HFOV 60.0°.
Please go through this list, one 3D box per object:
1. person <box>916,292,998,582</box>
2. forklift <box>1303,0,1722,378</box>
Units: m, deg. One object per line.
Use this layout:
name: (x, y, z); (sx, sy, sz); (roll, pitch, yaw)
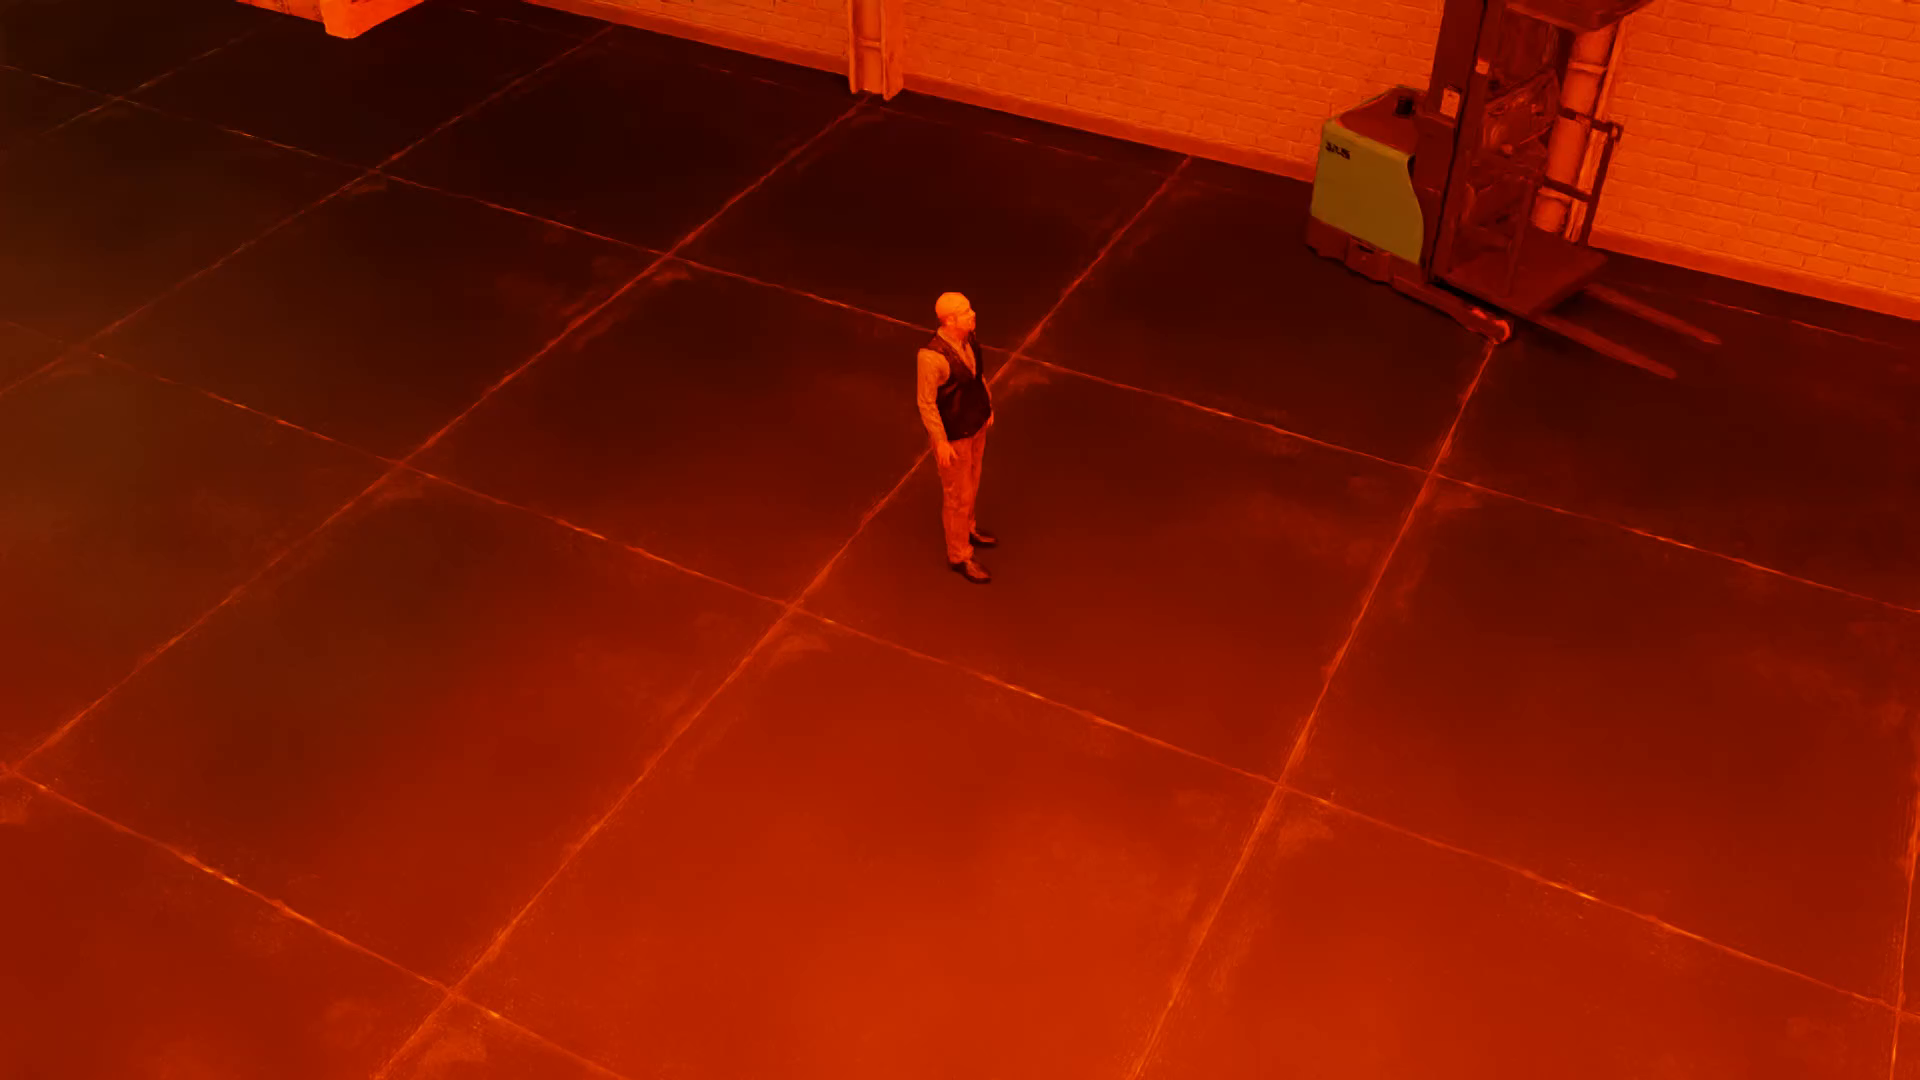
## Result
person: (0.052, -0.641, 9.675); (0.567, 1.720, 0.632); (18, 43, 21)
forklift: (4.032, -2.906, 11.437); (1.130, 2.935, 3.031); (-31, 49, -31)
